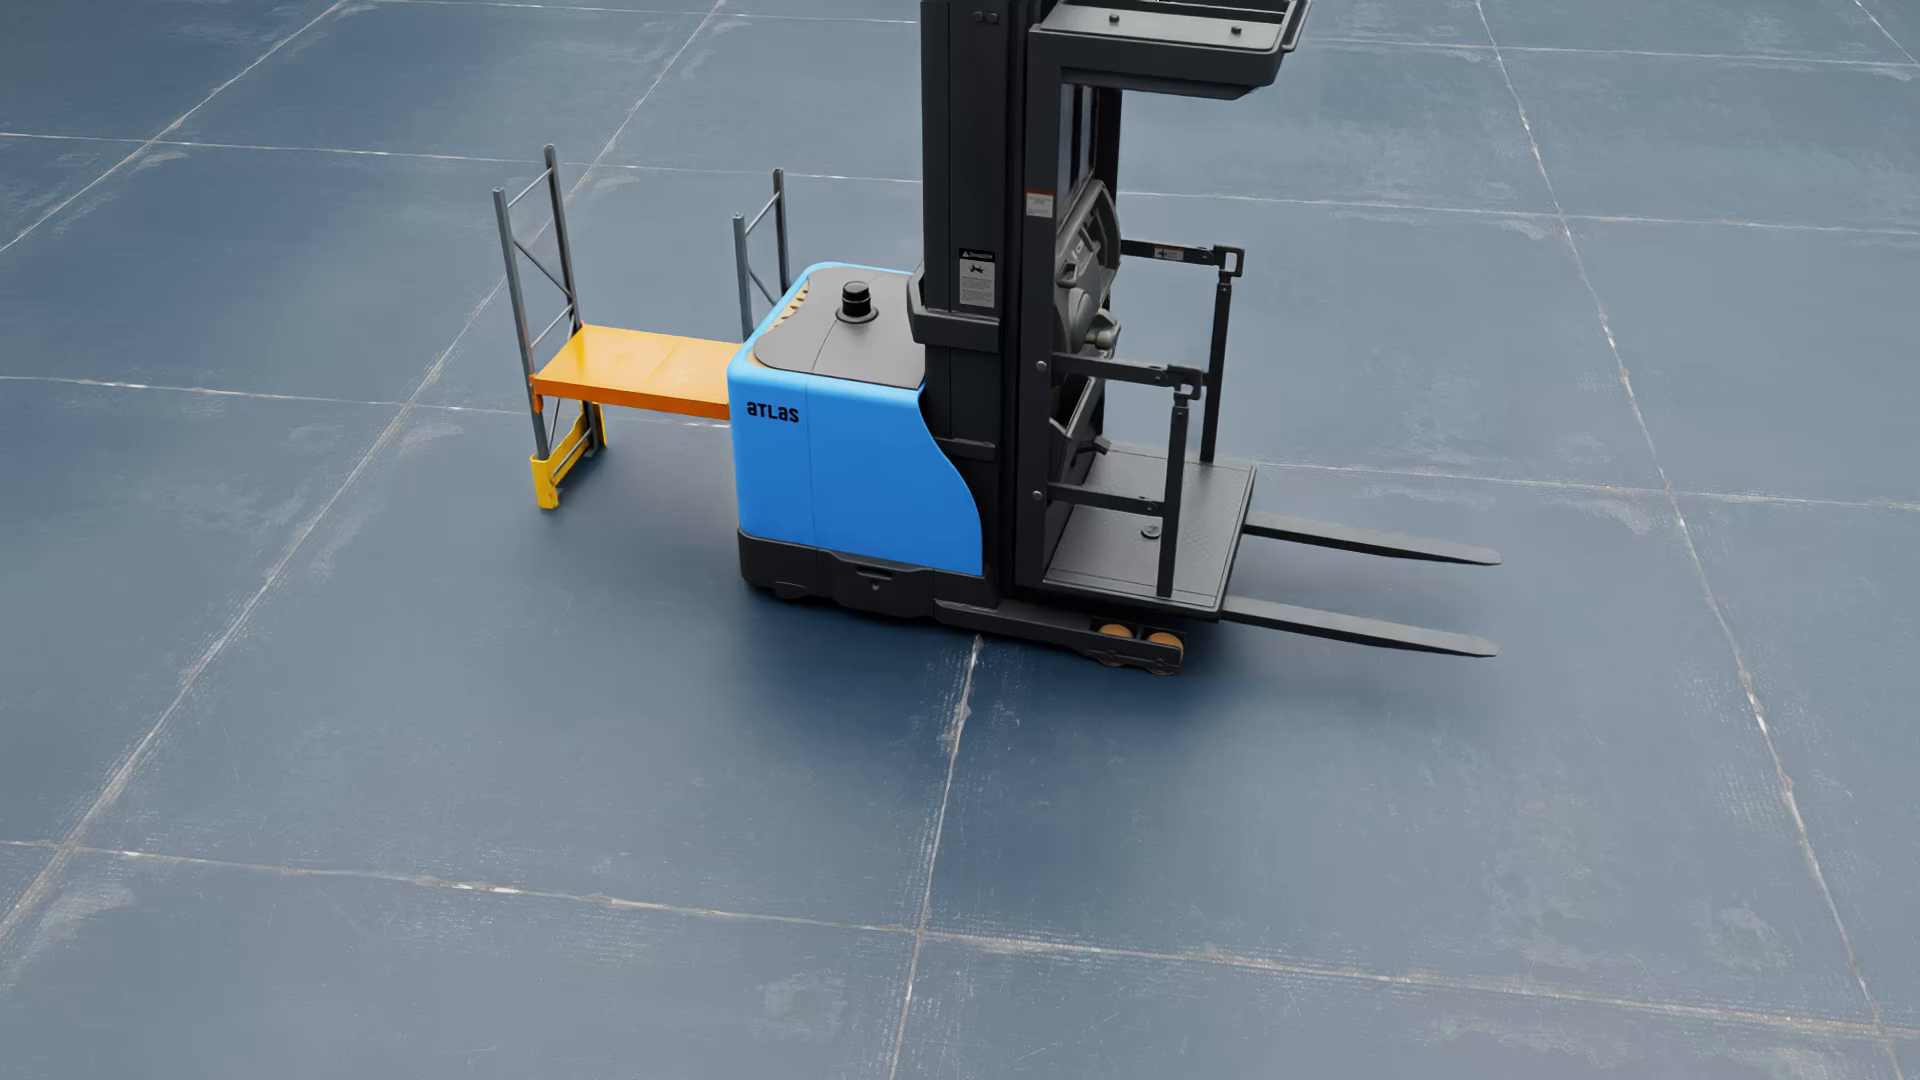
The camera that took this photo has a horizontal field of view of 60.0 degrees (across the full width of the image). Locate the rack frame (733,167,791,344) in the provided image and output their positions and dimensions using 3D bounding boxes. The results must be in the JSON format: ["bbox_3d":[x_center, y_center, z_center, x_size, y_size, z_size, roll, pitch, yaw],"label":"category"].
[{"bbox_3d":[-0.800,-0.771,7.040,0.032,1.500,0.500,8,36,12],"label":"rack frame"}]

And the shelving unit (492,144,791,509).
[{"bbox_3d":[-1.302,-0.846,7.144,1.083,1.500,0.587,8,36,12],"label":"shelving unit"}]

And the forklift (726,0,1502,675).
[{"bbox_3d":[0.662,-1.009,6.141,3.031,2.935,1.130,10,37,13],"label":"forklift"}]

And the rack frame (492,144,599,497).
[{"bbox_3d":[-1.785,-0.918,7.245,0.032,1.500,0.500,8,36,12],"label":"rack frame"}]

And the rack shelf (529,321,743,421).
[{"bbox_3d":[-1.293,-0.698,7.247,1.000,0.185,0.538,8,36,12],"label":"rack shelf"}]

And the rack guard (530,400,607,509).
[{"bbox_3d":[-1.784,-0.409,7.608,0.087,0.250,0.587,8,36,12],"label":"rack guard"}]
